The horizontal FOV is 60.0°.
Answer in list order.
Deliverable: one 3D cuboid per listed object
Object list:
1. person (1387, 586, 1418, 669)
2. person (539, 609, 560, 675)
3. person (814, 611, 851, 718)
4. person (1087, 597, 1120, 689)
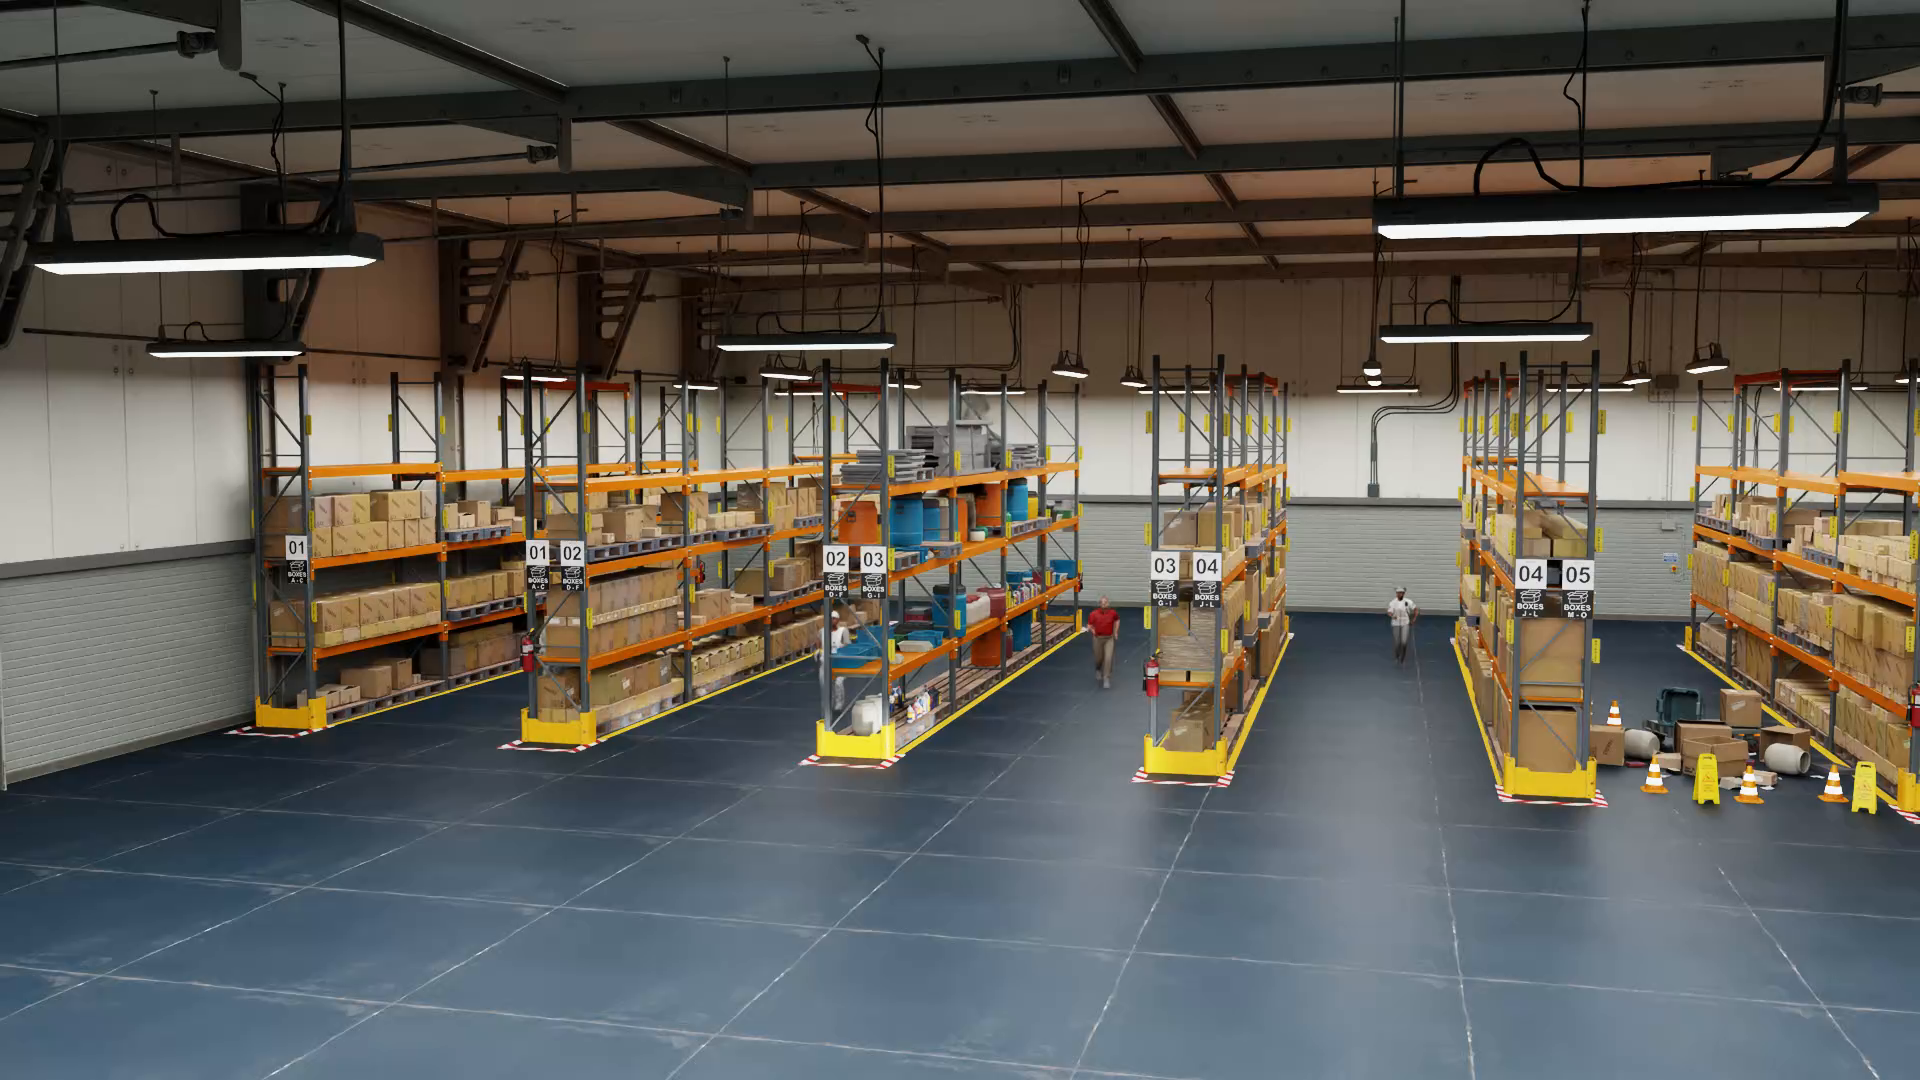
[{"bbox_3d":[9.152,1.806,34.455,0.581,1.728,0.734,2,4,23],"label":"person"},{"bbox_3d":[-7.390,2.079,30.123,0.615,1.711,0.796,1,4,9],"label":"person"},{"bbox_3d":[-2.201,2.135,28.666,0.655,1.841,0.770,0,4,6],"label":"person"},{"bbox_3d":[2.763,1.939,32.003,0.647,1.719,0.943,0,4,2],"label":"person"}]
